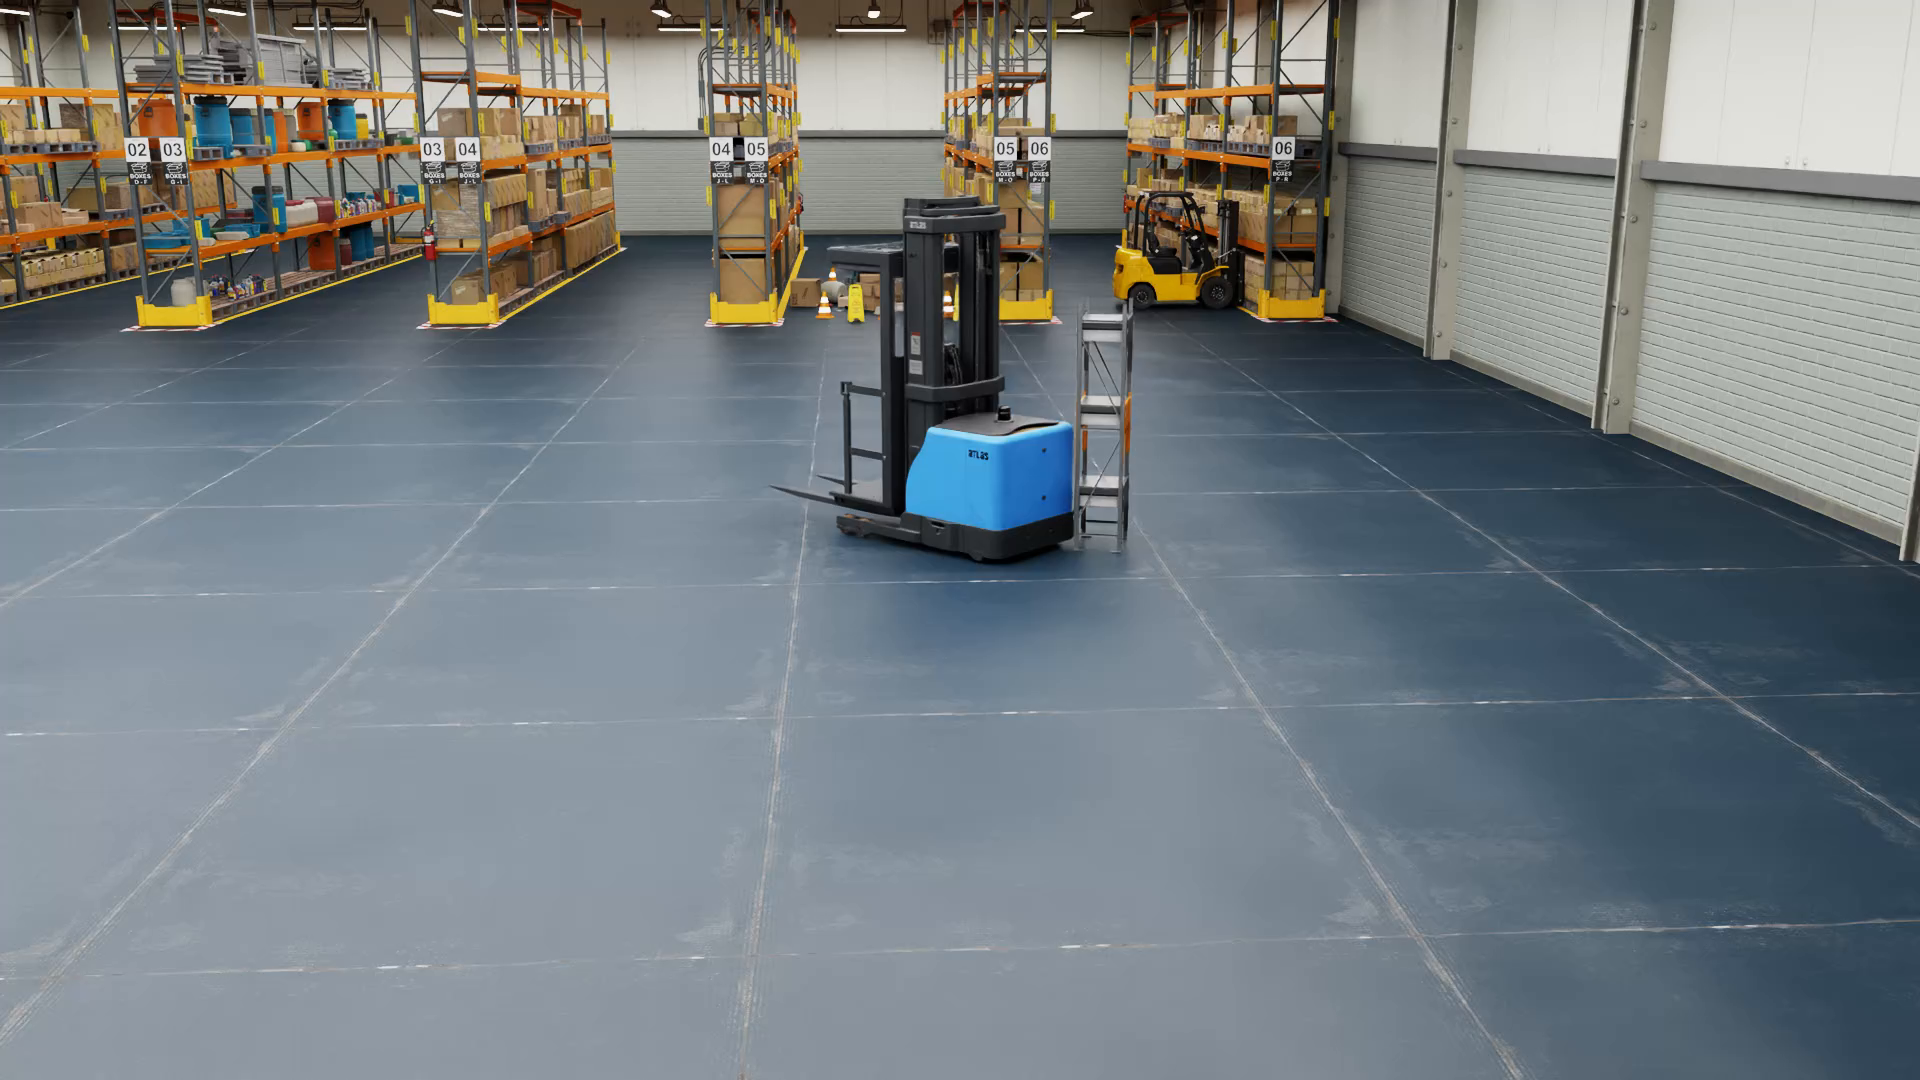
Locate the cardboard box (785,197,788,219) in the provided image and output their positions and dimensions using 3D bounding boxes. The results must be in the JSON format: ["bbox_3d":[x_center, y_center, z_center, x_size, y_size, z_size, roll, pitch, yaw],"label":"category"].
[{"bbox_3d":[-4.045,-7.287,36.627,0.500,0.500,0.500,-1,14,-3],"label":"cardboard box"}]

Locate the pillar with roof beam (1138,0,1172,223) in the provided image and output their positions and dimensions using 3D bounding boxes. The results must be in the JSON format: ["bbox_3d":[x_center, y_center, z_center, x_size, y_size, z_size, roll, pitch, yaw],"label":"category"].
[{"bbox_3d":[1.487,-13.038,47.142,9.100,9.000,0.548,-1,14,-3],"label":"pillar with roof beam"}]

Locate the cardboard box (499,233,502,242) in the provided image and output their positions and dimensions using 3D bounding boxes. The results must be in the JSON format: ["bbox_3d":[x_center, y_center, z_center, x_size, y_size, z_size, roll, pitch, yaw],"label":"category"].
[{"bbox_3d":[-8.666,-5.569,30.655,0.380,0.149,0.250,-1,14,-3],"label":"cardboard box"}]

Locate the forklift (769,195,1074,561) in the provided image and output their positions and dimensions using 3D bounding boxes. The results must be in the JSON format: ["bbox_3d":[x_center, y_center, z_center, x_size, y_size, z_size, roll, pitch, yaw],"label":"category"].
[{"bbox_3d":[-0.456,-1.531,14.593,3.031,2.935,1.130,13,19,41],"label":"forklift"}]

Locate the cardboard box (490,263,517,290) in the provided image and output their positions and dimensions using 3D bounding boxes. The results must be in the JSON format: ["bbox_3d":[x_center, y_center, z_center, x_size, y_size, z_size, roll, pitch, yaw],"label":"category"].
[{"bbox_3d":[-9.065,-5.193,32.862,0.500,0.500,0.500,-1,14,-5],"label":"cardboard box"}]

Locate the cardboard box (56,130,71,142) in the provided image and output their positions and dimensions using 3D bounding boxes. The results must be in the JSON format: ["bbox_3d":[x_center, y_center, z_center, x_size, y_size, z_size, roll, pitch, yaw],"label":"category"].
[{"bbox_3d":[-19.050,-8.484,34.920,0.500,0.250,0.500,0,14,-2],"label":"cardboard box"}]

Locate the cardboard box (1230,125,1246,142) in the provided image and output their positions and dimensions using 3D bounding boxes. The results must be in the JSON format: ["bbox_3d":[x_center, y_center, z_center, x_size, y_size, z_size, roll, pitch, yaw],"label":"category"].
[{"bbox_3d":[5.603,-7.981,32.642,0.500,0.311,0.500,-1,14,-2],"label":"cardboard box"}]

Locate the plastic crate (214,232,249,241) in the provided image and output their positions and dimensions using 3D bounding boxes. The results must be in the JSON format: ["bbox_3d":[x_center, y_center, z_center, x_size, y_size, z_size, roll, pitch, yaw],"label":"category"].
[{"bbox_3d":[-13.640,-5.696,31.173,0.530,0.136,0.437,-1,14,-3],"label":"plastic crate"}]

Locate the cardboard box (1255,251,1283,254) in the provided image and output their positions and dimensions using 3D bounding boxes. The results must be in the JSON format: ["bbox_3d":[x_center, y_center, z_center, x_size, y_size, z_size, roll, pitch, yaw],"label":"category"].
[{"bbox_3d":[6.083,-5.515,32.611,0.500,0.250,0.500,-1,14,-3],"label":"cardboard box"}]

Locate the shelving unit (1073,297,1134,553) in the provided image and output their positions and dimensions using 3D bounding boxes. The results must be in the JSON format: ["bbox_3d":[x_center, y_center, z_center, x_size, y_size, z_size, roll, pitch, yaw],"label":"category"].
[{"bbox_3d":[1.217,-0.976,14.105,0.431,2.100,0.503,3,15,11],"label":"shelving unit"}]

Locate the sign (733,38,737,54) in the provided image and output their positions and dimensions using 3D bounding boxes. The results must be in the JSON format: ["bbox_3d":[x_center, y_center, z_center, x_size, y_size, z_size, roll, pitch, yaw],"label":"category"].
[{"bbox_3d":[-4.882,-10.732,36.143,0.100,0.325,0.005,-1,14,-3],"label":"sign"}]

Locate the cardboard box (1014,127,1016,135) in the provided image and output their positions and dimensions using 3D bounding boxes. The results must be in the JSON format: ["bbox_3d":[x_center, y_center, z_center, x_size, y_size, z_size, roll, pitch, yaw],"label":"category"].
[{"bbox_3d":[1.208,-7.646,31.107,0.380,0.149,0.250,-1,14,-2],"label":"cardboard box"}]

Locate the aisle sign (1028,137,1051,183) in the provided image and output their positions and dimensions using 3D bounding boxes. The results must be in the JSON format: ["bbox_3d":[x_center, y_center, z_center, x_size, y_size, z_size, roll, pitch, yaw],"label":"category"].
[{"bbox_3d":[1.402,-6.707,29.355,0.394,0.787,0.004,-1,14,-3],"label":"aisle sign"}]

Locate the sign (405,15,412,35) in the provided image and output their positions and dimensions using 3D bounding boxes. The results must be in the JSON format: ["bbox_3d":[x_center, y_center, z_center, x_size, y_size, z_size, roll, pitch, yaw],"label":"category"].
[{"bbox_3d":[-9.357,-8.736,28.228,0.100,0.325,0.005,-1,14,-3],"label":"sign"}]

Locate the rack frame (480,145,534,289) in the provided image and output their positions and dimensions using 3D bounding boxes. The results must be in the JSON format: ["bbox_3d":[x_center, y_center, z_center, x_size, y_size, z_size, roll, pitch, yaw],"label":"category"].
[{"bbox_3d":[-9.050,-6.300,32.992,1.000,3.000,0.127,-1,14,-3],"label":"rack frame"}]

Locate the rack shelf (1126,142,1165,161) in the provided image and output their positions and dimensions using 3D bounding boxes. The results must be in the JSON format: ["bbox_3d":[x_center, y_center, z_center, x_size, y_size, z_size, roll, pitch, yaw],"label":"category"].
[{"bbox_3d":[5.175,-10.122,43.270,1.077,0.370,4.000,-1,14,-3],"label":"rack shelf"}]

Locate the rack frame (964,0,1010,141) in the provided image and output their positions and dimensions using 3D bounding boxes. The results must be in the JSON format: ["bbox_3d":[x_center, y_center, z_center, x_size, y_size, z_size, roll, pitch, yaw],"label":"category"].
[{"bbox_3d":[0.593,-10.353,36.706,1.000,3.000,0.127,-1,14,-3],"label":"rack frame"}]

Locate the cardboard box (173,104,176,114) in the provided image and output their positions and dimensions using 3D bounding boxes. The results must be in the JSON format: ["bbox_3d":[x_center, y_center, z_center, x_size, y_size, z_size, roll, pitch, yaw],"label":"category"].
[{"bbox_3d":[-19.391,-10.370,40.583,0.700,0.500,0.500,-1,14,-3],"label":"cardboard box"}]

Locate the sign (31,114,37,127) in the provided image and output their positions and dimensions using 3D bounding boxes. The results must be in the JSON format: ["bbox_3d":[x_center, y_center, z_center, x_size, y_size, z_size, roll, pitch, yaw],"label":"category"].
[{"bbox_3d":[-24.082,-10.903,43.245,0.100,0.325,0.005,-1,14,-3],"label":"sign"}]

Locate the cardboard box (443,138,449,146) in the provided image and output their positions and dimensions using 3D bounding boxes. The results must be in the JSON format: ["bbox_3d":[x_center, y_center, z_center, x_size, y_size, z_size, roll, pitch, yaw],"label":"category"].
[{"bbox_3d":[-9.131,-6.943,28.971,0.380,0.149,0.250,-1,14,-3],"label":"cardboard box"}]

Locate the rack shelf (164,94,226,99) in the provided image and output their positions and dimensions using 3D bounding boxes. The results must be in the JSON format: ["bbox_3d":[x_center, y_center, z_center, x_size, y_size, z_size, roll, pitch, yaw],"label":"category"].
[{"bbox_3d":[-19.557,-11.190,41.410,1.077,0.370,4.000,-1,14,-3],"label":"rack shelf"}]

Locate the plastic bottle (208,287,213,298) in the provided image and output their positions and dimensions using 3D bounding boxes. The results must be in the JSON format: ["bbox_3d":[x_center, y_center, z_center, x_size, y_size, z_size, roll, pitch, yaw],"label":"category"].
[{"bbox_3d":[-14.190,-4.688,31.460,0.097,0.201,0.097,0,14,0],"label":"plastic bottle"}]

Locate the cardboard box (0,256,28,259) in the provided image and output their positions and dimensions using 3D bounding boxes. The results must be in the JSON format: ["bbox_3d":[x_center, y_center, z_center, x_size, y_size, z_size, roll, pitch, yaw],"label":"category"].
[{"bbox_3d":[-19.316,-5.641,33.981,0.500,0.311,0.500,-1,14,-4],"label":"cardboard box"}]

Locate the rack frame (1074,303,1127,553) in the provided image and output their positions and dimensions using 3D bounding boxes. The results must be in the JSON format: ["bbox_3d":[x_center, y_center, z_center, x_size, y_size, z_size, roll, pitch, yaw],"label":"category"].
[{"bbox_3d":[1.169,-0.916,13.873,0.400,2.100,0.015,3,15,11],"label":"rack frame"}]

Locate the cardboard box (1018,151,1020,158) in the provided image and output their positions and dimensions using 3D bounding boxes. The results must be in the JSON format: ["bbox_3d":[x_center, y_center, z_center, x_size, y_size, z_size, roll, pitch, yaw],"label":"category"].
[{"bbox_3d":[1.265,-7.068,30.462,0.380,0.149,0.250,-1,14,-4],"label":"cardboard box"}]

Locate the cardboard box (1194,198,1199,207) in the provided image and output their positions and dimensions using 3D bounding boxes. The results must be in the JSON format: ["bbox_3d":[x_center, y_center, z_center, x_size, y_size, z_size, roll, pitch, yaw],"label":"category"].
[{"bbox_3d":[5.375,-7.326,36.276,0.500,0.250,0.500,-1,14,-5],"label":"cardboard box"}]

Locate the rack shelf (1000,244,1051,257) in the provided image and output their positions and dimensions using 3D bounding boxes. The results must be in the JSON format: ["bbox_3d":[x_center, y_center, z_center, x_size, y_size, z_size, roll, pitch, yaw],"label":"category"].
[{"bbox_3d":[0.965,-5.607,31.743,1.077,0.370,4.000,-1,14,-3],"label":"rack shelf"}]

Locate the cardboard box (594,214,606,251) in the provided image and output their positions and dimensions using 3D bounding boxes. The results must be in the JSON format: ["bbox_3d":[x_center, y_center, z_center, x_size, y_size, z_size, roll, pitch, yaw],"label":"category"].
[{"bbox_3d":[-9.562,-7.853,42.450,0.875,0.875,0.875,-1,14,-3],"label":"cardboard box"}]

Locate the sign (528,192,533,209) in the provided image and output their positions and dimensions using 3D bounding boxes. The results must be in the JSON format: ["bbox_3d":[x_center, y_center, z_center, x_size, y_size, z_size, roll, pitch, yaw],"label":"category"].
[{"bbox_3d":[-8.509,-6.730,32.924,0.100,0.325,0.005,-1,14,-3],"label":"sign"}]

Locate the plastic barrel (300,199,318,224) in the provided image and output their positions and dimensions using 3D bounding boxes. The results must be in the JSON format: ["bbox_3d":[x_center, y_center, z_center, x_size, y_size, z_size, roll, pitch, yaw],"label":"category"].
[{"bbox_3d":[-13.964,-7.020,35.566,0.421,0.512,0.421,0,14,0],"label":"plastic barrel"}]

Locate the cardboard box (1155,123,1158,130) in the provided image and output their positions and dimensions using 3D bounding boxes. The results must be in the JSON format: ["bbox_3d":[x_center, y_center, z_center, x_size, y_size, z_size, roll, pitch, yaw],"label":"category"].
[{"bbox_3d":[4.941,-10.037,40.360,0.380,0.149,0.250,-1,14,-4],"label":"cardboard box"}]

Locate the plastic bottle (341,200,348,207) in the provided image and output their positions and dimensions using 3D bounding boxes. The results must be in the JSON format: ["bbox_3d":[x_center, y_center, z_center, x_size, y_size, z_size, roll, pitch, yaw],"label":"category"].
[{"bbox_3d":[-14.181,-7.656,38.361,0.144,0.351,0.185,-1,14,-3],"label":"plastic bottle"}]

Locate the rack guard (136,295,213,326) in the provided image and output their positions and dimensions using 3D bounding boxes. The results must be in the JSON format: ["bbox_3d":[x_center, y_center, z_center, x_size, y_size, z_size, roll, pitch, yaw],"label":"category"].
[{"bbox_3d":[-13.797,-4.036,29.211,1.175,0.500,0.348,-1,14,-3],"label":"rack guard"}]

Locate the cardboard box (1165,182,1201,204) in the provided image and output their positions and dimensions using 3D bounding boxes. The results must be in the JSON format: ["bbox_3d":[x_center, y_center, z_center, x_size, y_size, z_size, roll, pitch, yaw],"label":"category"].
[{"bbox_3d":[5.262,-8.182,39.256,0.797,0.503,0.637,-1,14,-5],"label":"cardboard box"}]

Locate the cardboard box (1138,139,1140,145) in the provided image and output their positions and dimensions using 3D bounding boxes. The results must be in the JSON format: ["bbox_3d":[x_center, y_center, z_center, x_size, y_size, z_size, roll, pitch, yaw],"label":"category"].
[{"bbox_3d":[4.837,-10.380,43.335,0.380,0.149,0.250,-1,14,-3],"label":"cardboard box"}]

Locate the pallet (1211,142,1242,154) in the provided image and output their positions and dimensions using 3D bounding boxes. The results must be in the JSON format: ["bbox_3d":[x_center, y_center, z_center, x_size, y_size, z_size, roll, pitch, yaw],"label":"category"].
[{"bbox_3d":[5.727,-8.110,34.390,0.805,0.209,1.217,-1,15,-6],"label":"pallet"}]

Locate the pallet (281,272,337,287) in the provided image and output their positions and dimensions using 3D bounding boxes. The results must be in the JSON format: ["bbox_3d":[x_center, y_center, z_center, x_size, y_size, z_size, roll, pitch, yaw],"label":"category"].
[{"bbox_3d":[-14.232,-5.675,36.158,1.003,0.211,1.213,-1,14,-3],"label":"pallet"}]

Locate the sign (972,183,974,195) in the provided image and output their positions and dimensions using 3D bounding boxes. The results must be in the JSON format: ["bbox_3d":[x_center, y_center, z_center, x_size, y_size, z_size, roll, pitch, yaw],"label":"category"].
[{"bbox_3d":[0.287,-7.004,33.406,0.100,0.325,0.005,-1,14,-3],"label":"sign"}]

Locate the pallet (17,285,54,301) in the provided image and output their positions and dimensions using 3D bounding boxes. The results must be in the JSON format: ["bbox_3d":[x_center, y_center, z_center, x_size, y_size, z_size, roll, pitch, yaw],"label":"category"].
[{"bbox_3d":[-19.022,-4.980,33.459,1.003,0.211,1.213,-1,14,-3],"label":"pallet"}]

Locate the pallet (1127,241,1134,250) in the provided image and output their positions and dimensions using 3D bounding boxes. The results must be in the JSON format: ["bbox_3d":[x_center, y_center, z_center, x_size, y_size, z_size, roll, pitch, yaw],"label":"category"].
[{"bbox_3d":[5.107,-7.947,44.991,1.003,0.211,1.213,-1,14,-3],"label":"pallet"}]

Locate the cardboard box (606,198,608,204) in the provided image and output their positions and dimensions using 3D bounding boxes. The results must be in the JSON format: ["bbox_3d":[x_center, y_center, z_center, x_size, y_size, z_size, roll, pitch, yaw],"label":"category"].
[{"bbox_3d":[-9.378,-8.825,43.311,0.380,0.149,0.250,-1,14,-5],"label":"cardboard box"}]

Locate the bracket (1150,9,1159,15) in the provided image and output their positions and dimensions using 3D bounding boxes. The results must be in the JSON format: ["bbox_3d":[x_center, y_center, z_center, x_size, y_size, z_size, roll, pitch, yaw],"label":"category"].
[{"bbox_3d":[5.456,-14.739,46.529,0.235,0.232,0.430,-1,14,-3],"label":"bracket"}]

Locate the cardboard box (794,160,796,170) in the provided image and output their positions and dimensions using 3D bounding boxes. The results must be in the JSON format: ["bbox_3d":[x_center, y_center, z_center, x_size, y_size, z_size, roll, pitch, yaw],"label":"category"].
[{"bbox_3d":[-4.421,-9.388,42.191,0.500,0.500,0.500,-1,14,-3],"label":"cardboard box"}]

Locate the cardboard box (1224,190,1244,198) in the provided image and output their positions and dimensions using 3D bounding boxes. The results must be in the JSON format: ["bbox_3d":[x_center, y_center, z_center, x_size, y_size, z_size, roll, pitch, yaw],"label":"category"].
[{"bbox_3d":[5.519,-6.953,33.432,0.380,0.149,0.250,-1,14,-2],"label":"cardboard box"}]

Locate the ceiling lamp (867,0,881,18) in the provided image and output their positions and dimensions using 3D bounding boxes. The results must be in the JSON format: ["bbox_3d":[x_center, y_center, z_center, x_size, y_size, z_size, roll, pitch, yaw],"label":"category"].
[{"bbox_3d":[-1.783,-13.934,38.907,0.800,3.185,2.000,-1,14,-3],"label":"ceiling lamp"}]

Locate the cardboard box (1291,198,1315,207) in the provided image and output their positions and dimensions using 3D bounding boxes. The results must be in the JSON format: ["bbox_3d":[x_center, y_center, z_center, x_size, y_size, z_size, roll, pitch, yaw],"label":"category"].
[{"bbox_3d":[6.235,-6.129,30.229,0.380,0.149,0.250,-1,14,-5],"label":"cardboard box"}]

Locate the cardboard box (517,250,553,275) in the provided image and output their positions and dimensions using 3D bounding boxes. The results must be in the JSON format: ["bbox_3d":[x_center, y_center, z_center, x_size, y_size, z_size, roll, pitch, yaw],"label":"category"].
[{"bbox_3d":[-9.189,-5.993,35.933,0.700,0.500,0.500,-2,15,-8],"label":"cardboard box"}]
